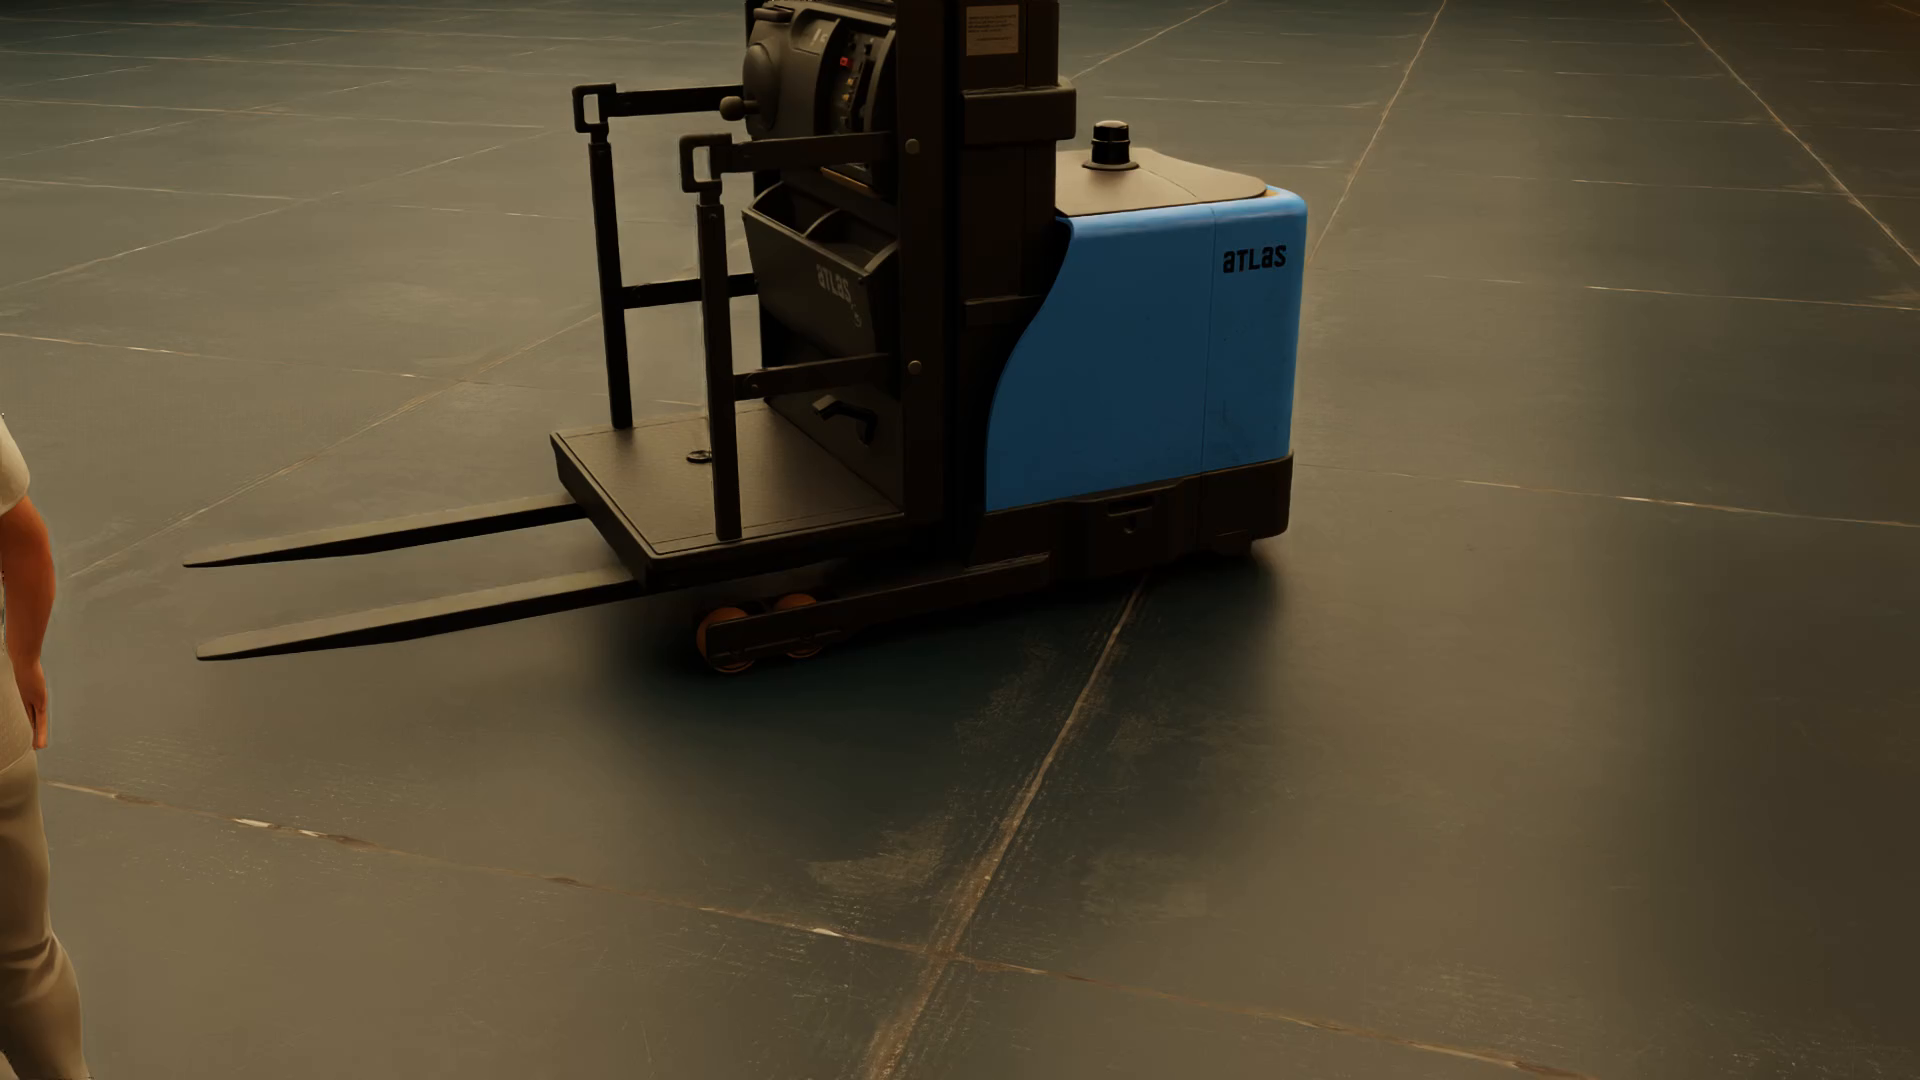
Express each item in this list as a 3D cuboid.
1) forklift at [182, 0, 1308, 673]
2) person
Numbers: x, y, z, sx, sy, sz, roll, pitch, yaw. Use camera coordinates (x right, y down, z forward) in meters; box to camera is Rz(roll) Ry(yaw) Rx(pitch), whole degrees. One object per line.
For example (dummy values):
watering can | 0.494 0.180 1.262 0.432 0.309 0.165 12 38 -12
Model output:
forklift | -0.562 -1.241 4.286 3.031 2.935 1.130 -11 25 -24
person | -1.445 0.315 2.160 0.536 1.679 0.566 6 23 15
